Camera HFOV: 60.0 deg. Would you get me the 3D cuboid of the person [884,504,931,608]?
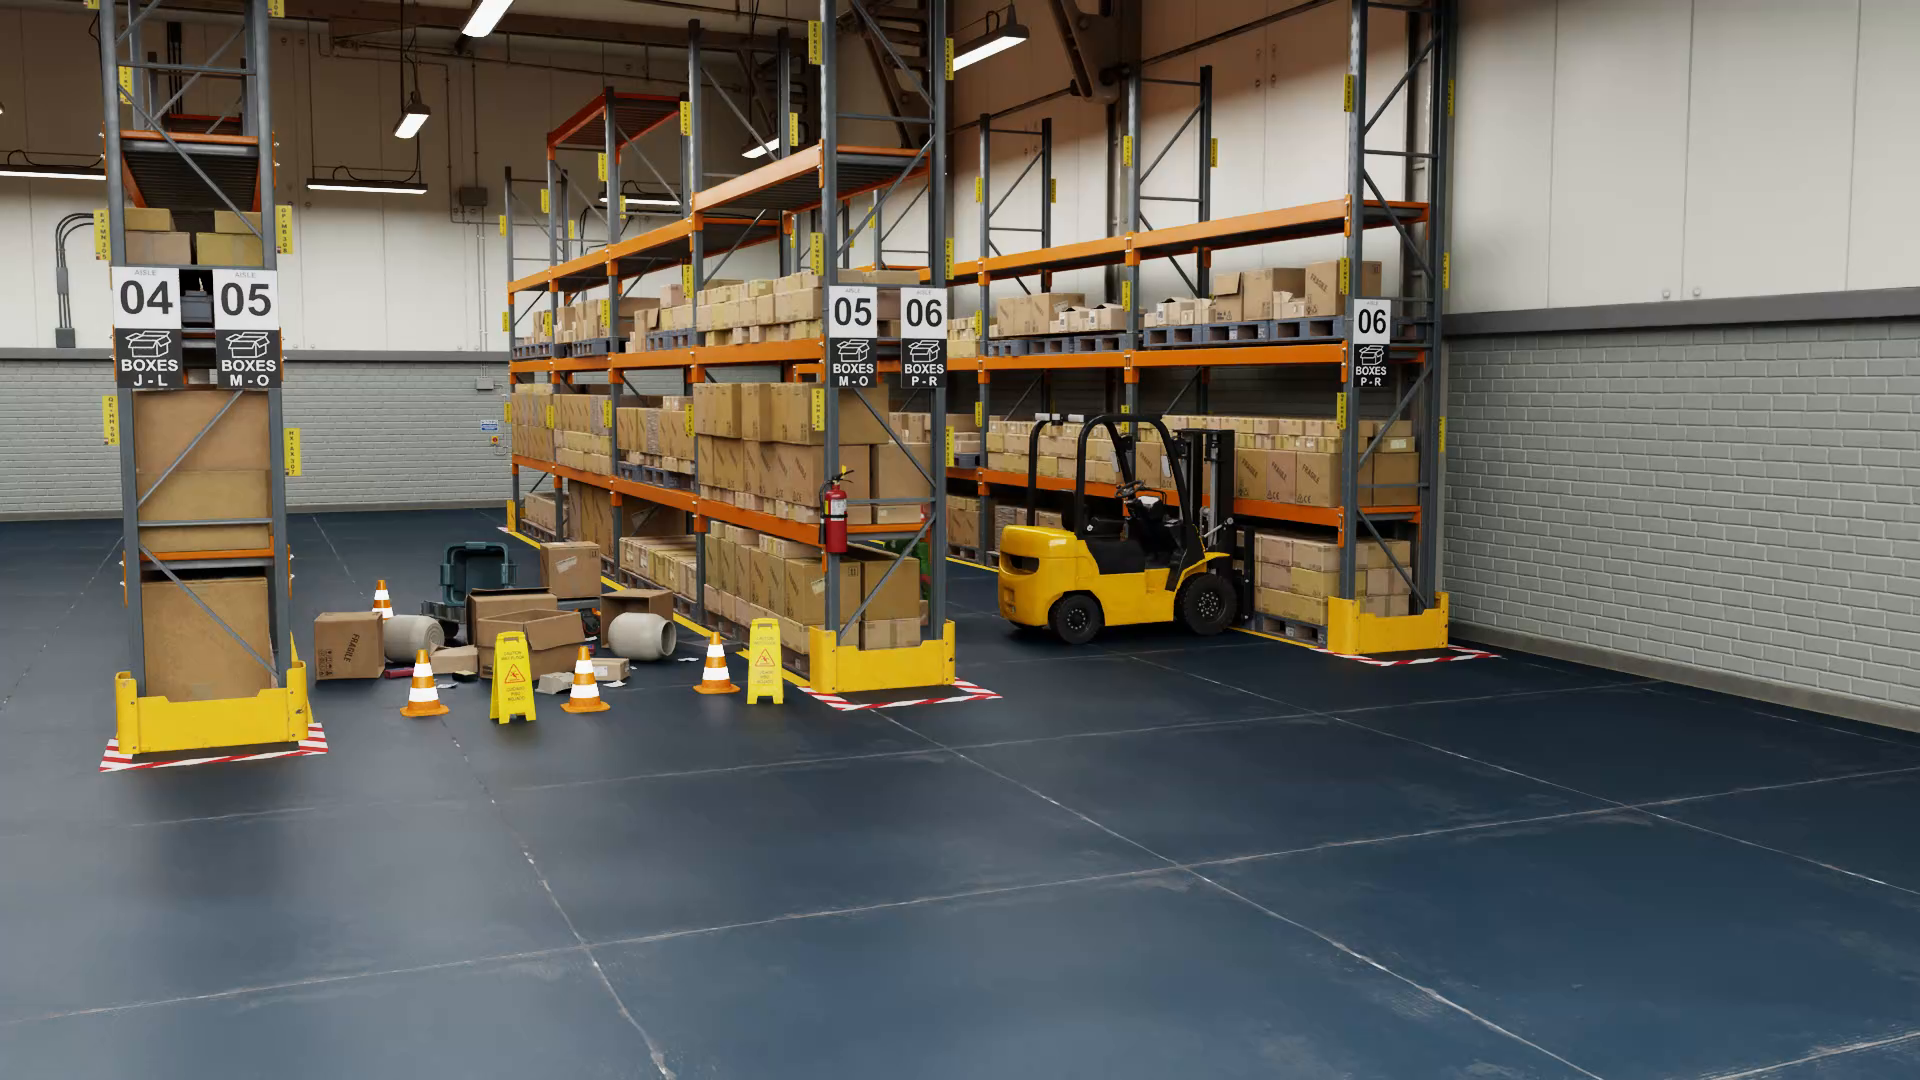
[{"bbox_3d":[-0.588,-0.123,17.967,0.547,1.730,1.092,-3,6,-27],"label":"person"}]
